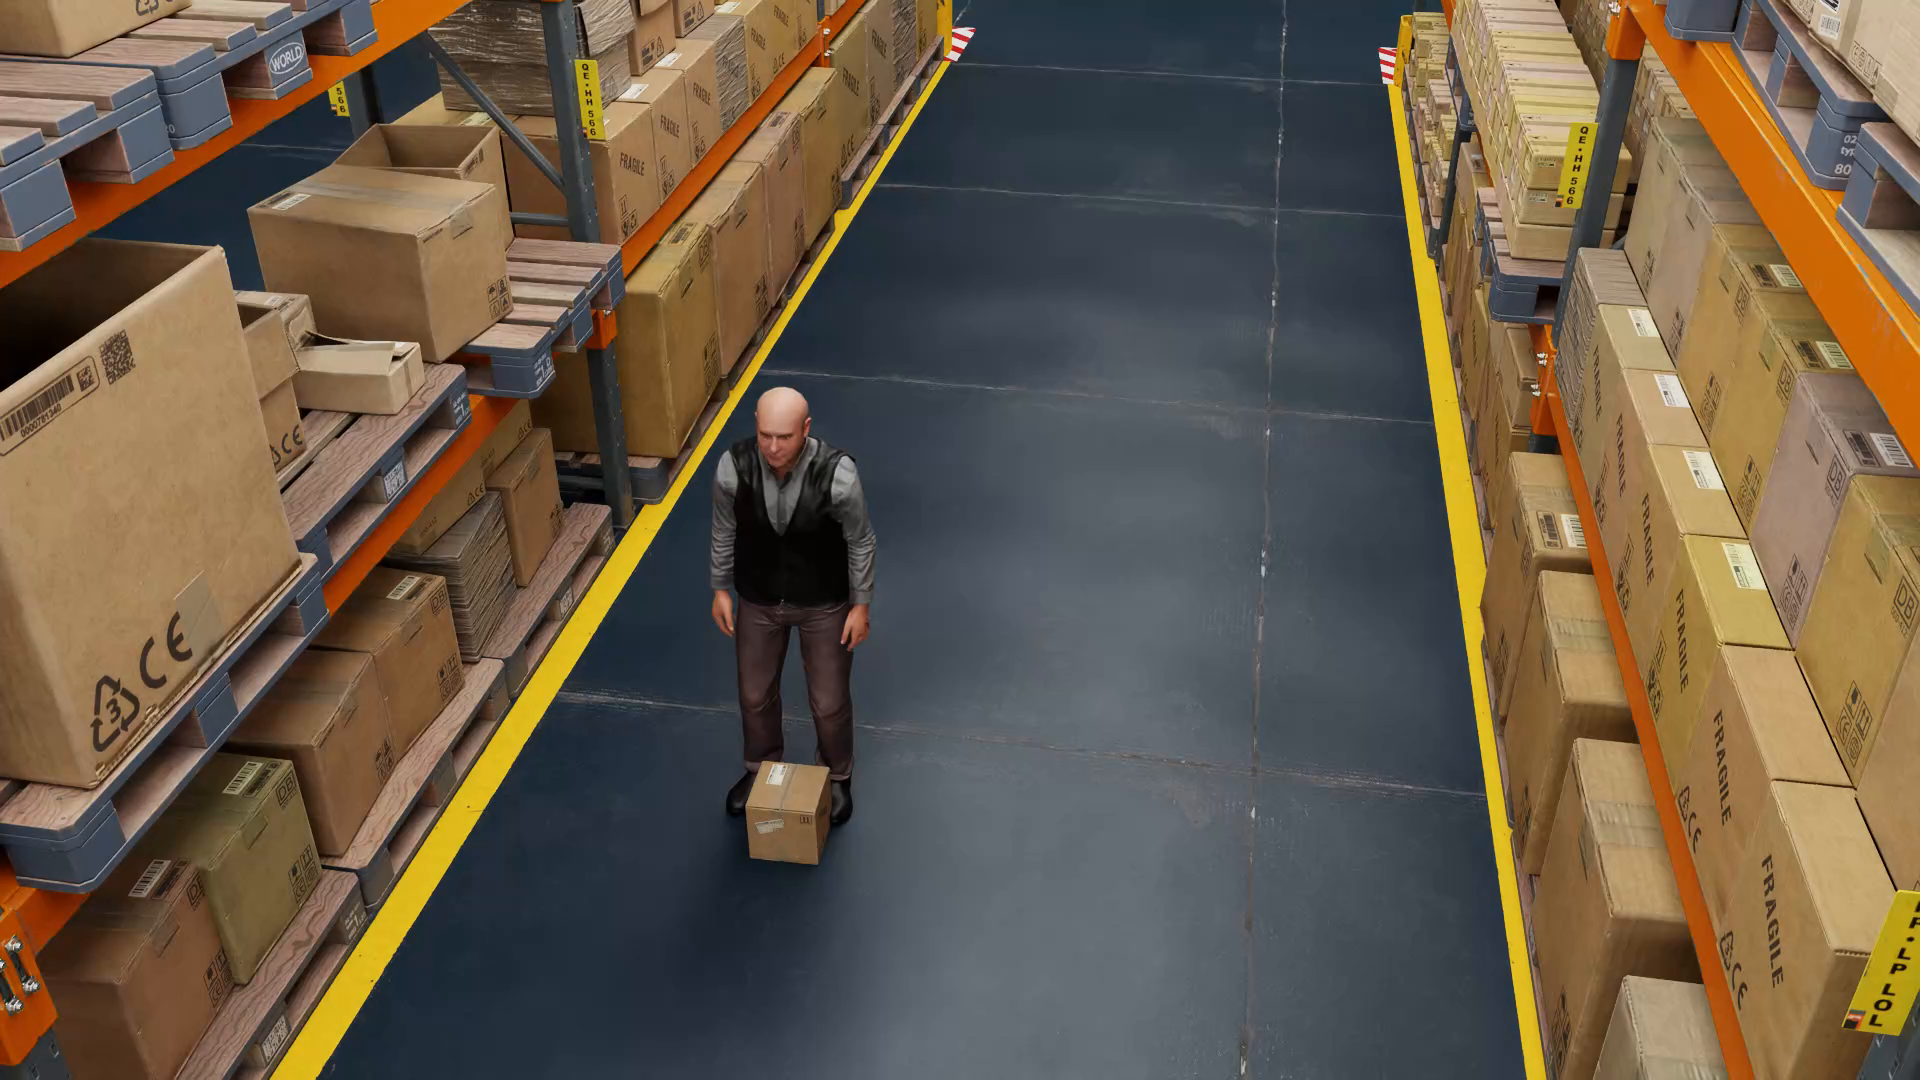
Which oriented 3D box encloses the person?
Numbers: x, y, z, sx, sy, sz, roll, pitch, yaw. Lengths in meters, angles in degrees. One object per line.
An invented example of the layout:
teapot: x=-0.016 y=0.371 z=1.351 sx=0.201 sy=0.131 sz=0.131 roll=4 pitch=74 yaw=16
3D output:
person: x=-0.577 y=0.210 z=5.825 sx=0.580 sy=1.721 sz=0.418 roll=5 pitch=33 yaw=9
